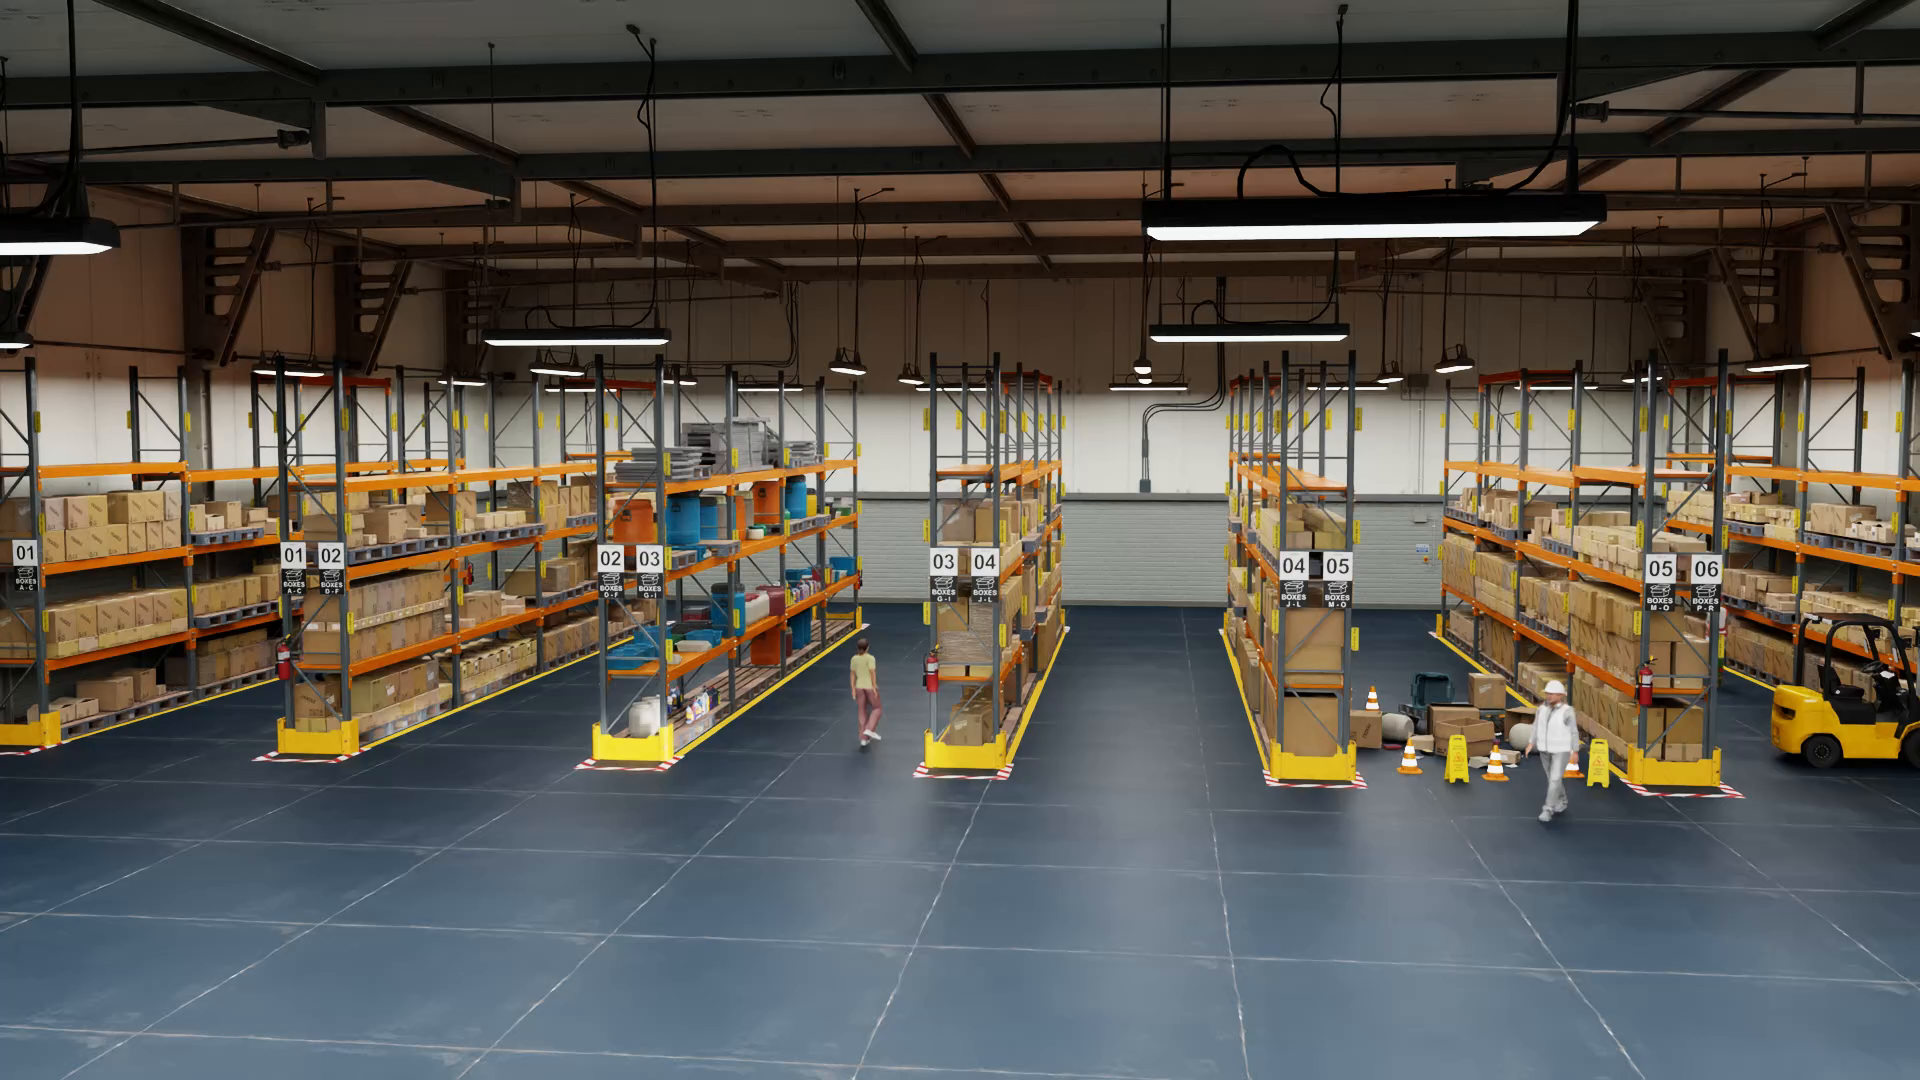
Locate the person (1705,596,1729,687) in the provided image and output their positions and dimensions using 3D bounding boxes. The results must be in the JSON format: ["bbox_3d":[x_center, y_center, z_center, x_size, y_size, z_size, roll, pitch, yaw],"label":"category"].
[{"bbox_3d":[14.313,1.889,31.425,0.598,1.791,0.485,-2,5,-29],"label":"person"}]

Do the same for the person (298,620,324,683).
[{"bbox_3d":[-11.557,2.116,29.574,0.463,1.539,0.972,0,4,1],"label":"person"}]

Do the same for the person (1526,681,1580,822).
[{"bbox_3d":[7.452,2.632,20.973,1.013,1.718,0.583,-3,5,-39],"label":"person"}]

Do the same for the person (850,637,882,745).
[{"bbox_3d":[-1.469,2.339,25.809,0.512,1.662,0.471,1,4,15],"label":"person"}]
